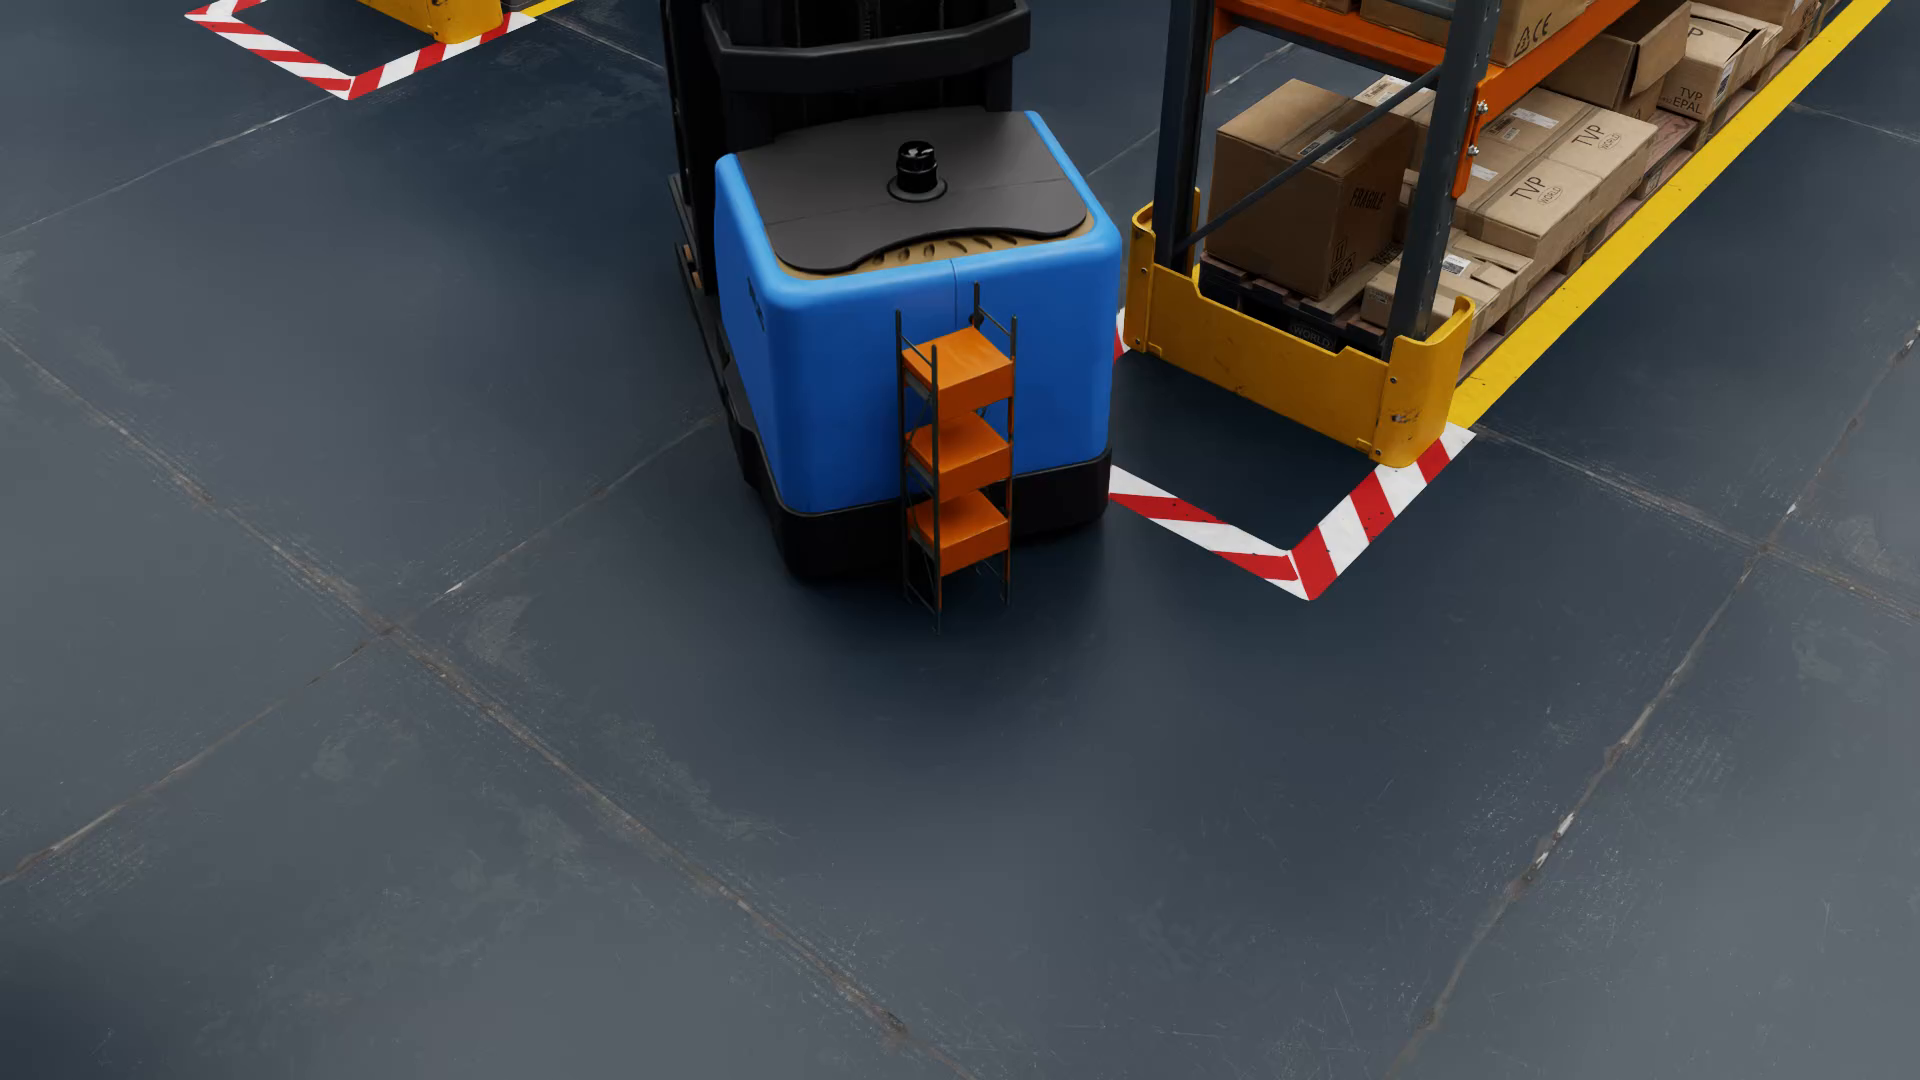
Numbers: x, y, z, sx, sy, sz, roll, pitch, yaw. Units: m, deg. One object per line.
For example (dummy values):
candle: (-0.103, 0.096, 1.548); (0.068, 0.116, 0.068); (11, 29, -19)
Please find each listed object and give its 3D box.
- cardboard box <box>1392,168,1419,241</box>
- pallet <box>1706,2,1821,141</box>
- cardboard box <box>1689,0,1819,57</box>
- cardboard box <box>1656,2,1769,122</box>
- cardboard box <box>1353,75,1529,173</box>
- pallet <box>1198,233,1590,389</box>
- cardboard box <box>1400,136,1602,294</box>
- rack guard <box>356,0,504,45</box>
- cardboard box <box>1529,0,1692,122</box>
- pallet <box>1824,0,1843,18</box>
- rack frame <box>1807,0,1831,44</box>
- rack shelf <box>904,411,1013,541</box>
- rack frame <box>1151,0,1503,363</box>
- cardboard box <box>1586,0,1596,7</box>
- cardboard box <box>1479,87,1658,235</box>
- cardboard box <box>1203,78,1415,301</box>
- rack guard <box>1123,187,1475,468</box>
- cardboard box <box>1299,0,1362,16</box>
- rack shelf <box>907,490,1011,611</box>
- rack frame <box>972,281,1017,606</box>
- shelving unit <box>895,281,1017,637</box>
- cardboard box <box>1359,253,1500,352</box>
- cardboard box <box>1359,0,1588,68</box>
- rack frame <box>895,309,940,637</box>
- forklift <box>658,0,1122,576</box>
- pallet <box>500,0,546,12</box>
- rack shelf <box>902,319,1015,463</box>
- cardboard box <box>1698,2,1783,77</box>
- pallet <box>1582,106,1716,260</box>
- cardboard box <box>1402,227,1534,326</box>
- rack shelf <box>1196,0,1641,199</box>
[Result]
cardboard box: (1.565, -1.302, 6.231); (0.380, 0.166, 0.250); (29, 50, 28)
pallet: (3.206, -2.306, 7.629); (1.003, 0.211, 1.213); (29, 50, 28)
cardboard box: (3.499, -2.513, 7.315); (0.500, 0.500, 0.500); (29, 50, 28)
cardboard box: (3.016, -2.057, 6.954); (0.500, 0.311, 0.500); (29, 50, 28)
cardboard box: (1.870, -1.640, 6.541); (0.500, 0.250, 0.500); (29, 50, 28)
pallet: (1.636, -1.050, 6.248); (1.003, 0.211, 1.213); (29, 50, 28)
cardboard box: (1.963, -1.192, 6.048); (0.500, 0.250, 0.500); (29, 50, 28)
rack guard: (-2.720, -2.835, 7.996); (1.175, 0.500, 0.348); (29, 50, 28)
cardboard box: (2.443, -1.961, 6.705); (0.797, 0.503, 0.637); (29, 50, 28)
pallet: (4.143, -3.095, 8.497); (1.003, 0.211, 1.213); (29, 50, 28)
rack frame: (3.649, -3.691, 7.080); (1.000, 3.000, 0.127); (29, 50, 28)
rack shelf: (-0.010, -0.195, 4.700); (0.240, 0.259, 0.215); (-23, 47, -23)
rack frame: (1.074, -1.631, 4.815); (1.000, 3.000, 0.127); (29, 50, 28)
cardboard box: (1.890, -2.051, 5.201); (0.500, 0.500, 0.500); (29, 50, 28)
cardboard box: (2.285, -1.449, 6.331); (0.500, 0.250, 0.500); (29, 50, 28)
cardboard box: (1.236, -1.256, 5.933); (0.500, 0.500, 0.500); (29, 50, 28)
rack guard: (1.123, -0.746, 5.699); (1.175, 0.500, 0.348); (29, 50, 28)
cardboard box: (1.154, -2.017, 5.164); (0.500, 0.500, 0.500); (31, 51, 30)
rack shelf: (-0.010, 0.010, 4.887); (0.240, 0.259, 0.215); (-23, 47, -23)
rack frame: (0.093, -0.246, 4.740); (0.008, 1.050, 0.200); (-23, 47, -23)
shelving unit: (-0.010, -0.203, 4.693); (0.252, 1.050, 0.215); (-23, 47, -23)
cardboard box: (1.607, -0.806, 5.699); (0.380, 0.149, 0.250); (29, 50, 28)
cardboard box: (1.562, -1.783, 4.907); (0.500, 0.500, 0.500); (31, 50, 29)
rack frame: (-0.114, -0.160, 4.645); (0.008, 1.050, 0.200); (-23, 47, -23)
forklift: (-0.440, -1.983, 5.252); (1.130, 2.935, 3.031); (-11, 43, -12)
pallet: (-2.154, -3.154, 8.562); (1.003, 0.211, 1.213); (29, 50, 28)
rack shelf: (-0.010, -0.405, 4.509); (0.240, 0.259, 0.215); (-23, 47, -23)
cardboard box: (3.304, -2.164, 7.192); (0.380, 0.149, 0.250); (29, 50, 28)
pallet: (2.421, -1.675, 6.936); (1.003, 0.211, 1.213); (29, 50, 28)
cardboard box: (1.768, -0.941, 5.835); (0.380, 0.166, 0.250); (29, 50, 28)
rack shelf: (2.361, -2.395, 6.189); (1.077, 0.370, 4.000); (29, 50, 28)
